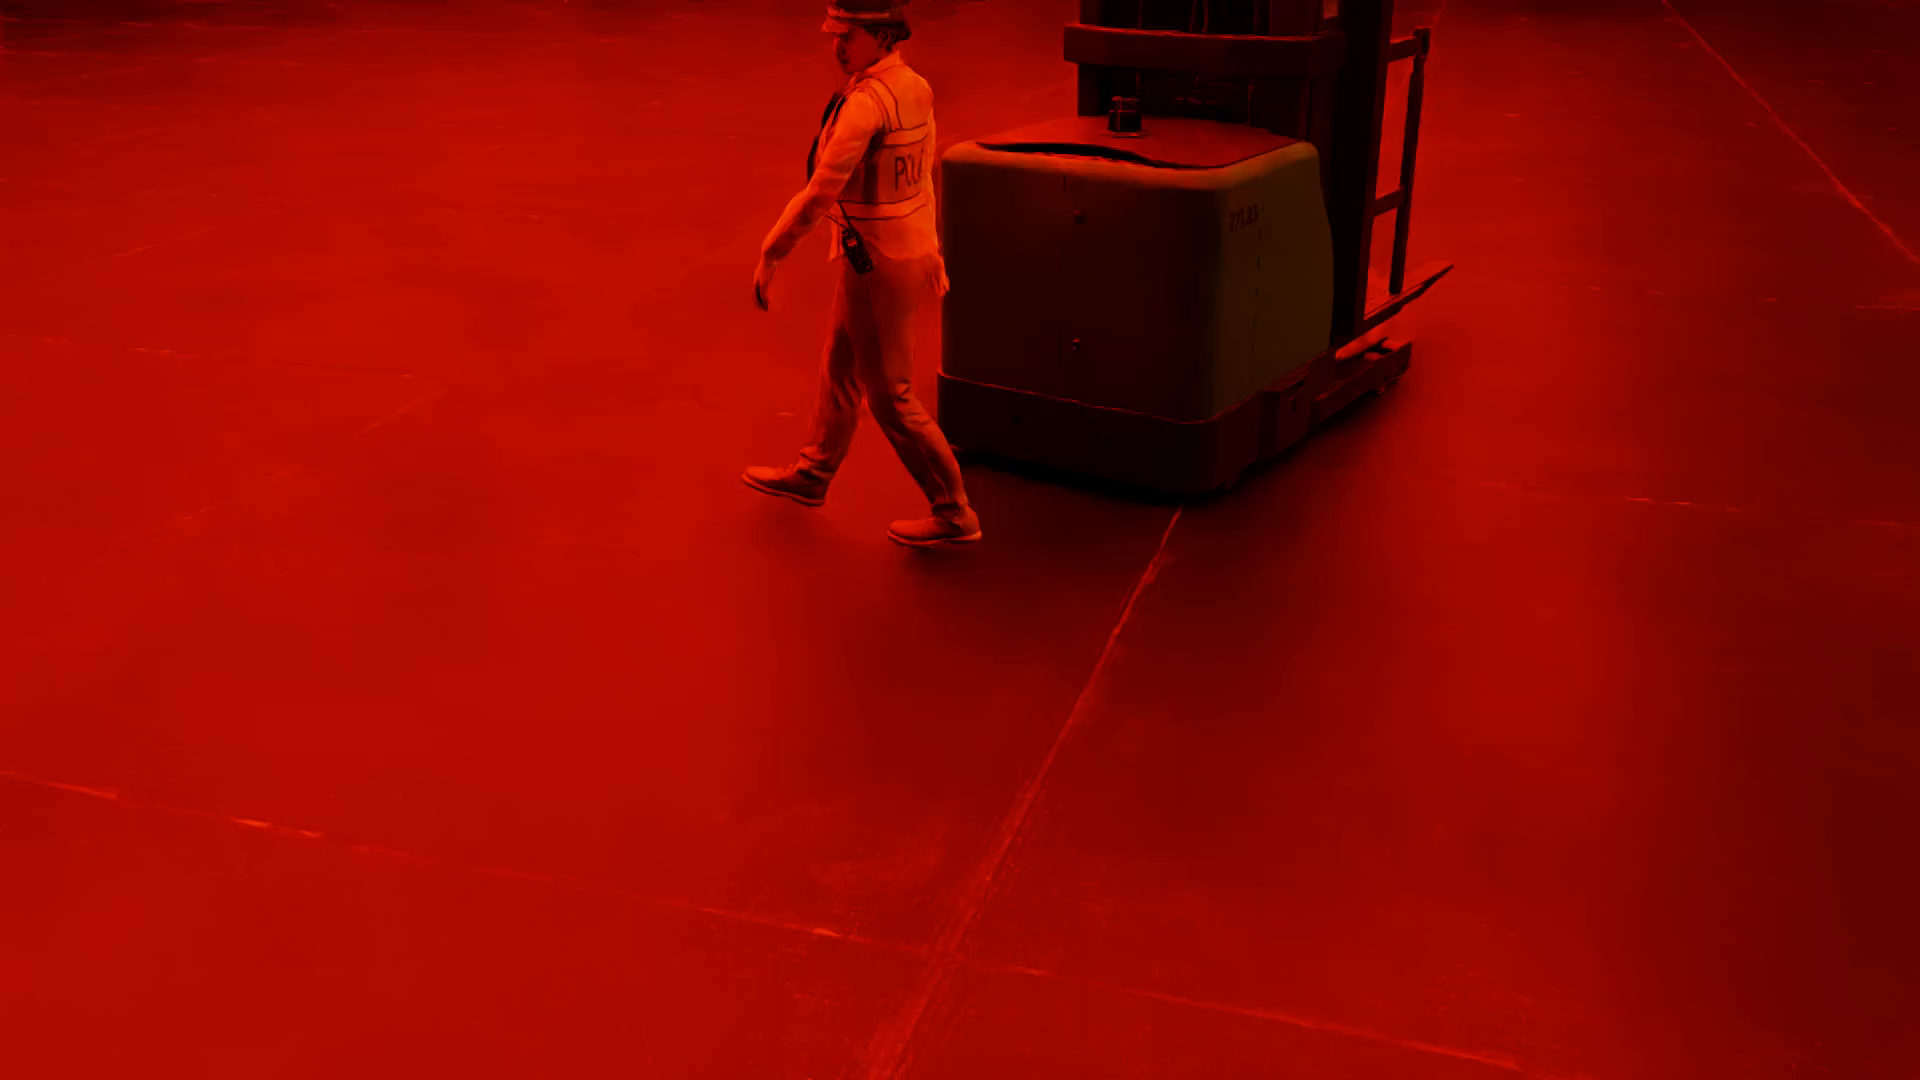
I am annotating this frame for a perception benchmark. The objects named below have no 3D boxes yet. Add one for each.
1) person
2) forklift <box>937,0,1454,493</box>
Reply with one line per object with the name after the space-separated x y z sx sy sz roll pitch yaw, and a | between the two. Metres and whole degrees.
-0.317 -0.810 4.873 0.830 1.619 0.617 5 23 12 | person
1.152 -2.012 6.154 1.130 2.935 3.031 14 26 31 | forklift
